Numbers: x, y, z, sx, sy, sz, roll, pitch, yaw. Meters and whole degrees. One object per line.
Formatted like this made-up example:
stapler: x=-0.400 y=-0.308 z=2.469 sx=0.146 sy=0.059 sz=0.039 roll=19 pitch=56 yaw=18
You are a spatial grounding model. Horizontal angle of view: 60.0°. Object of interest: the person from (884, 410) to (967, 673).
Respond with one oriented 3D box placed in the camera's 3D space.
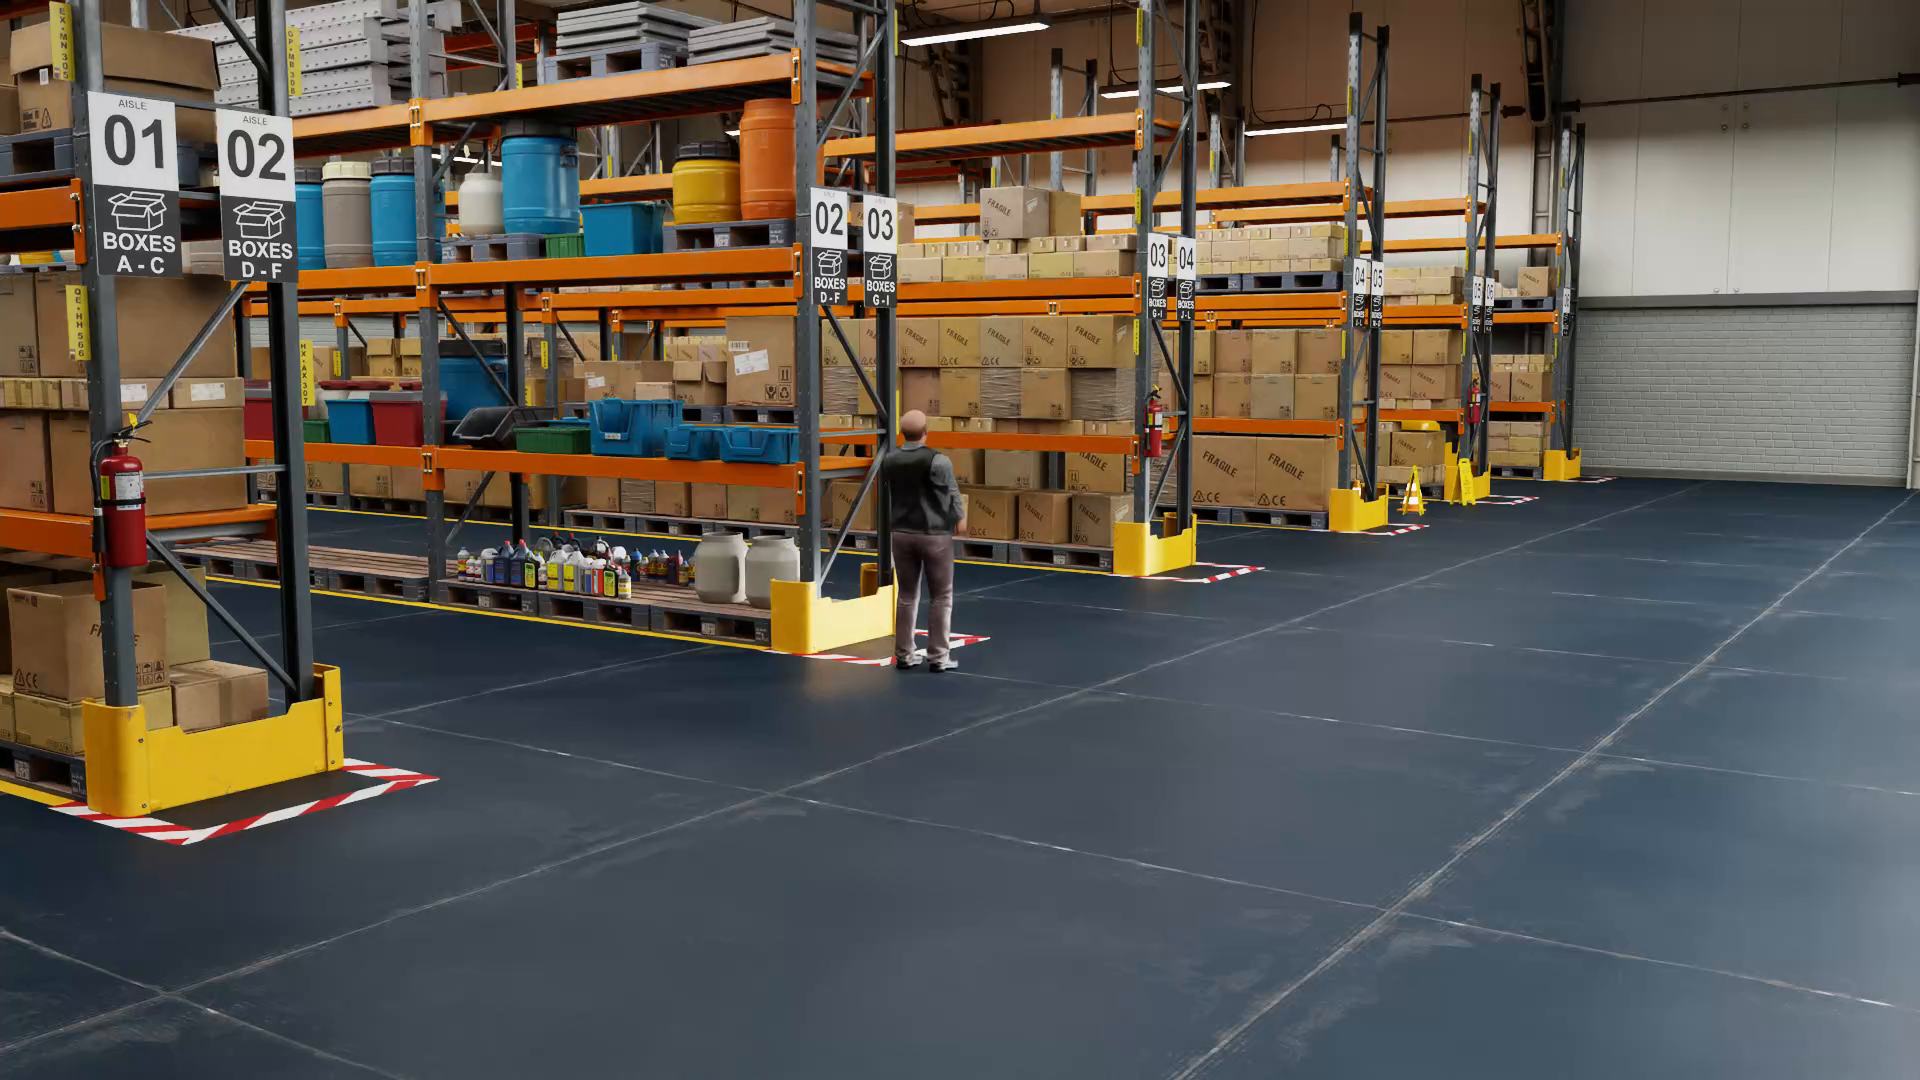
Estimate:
person: x=-0.219 y=-0.009 z=11.004 sx=0.494 sy=1.711 sz=0.551 roll=3 pitch=7 yaw=27
